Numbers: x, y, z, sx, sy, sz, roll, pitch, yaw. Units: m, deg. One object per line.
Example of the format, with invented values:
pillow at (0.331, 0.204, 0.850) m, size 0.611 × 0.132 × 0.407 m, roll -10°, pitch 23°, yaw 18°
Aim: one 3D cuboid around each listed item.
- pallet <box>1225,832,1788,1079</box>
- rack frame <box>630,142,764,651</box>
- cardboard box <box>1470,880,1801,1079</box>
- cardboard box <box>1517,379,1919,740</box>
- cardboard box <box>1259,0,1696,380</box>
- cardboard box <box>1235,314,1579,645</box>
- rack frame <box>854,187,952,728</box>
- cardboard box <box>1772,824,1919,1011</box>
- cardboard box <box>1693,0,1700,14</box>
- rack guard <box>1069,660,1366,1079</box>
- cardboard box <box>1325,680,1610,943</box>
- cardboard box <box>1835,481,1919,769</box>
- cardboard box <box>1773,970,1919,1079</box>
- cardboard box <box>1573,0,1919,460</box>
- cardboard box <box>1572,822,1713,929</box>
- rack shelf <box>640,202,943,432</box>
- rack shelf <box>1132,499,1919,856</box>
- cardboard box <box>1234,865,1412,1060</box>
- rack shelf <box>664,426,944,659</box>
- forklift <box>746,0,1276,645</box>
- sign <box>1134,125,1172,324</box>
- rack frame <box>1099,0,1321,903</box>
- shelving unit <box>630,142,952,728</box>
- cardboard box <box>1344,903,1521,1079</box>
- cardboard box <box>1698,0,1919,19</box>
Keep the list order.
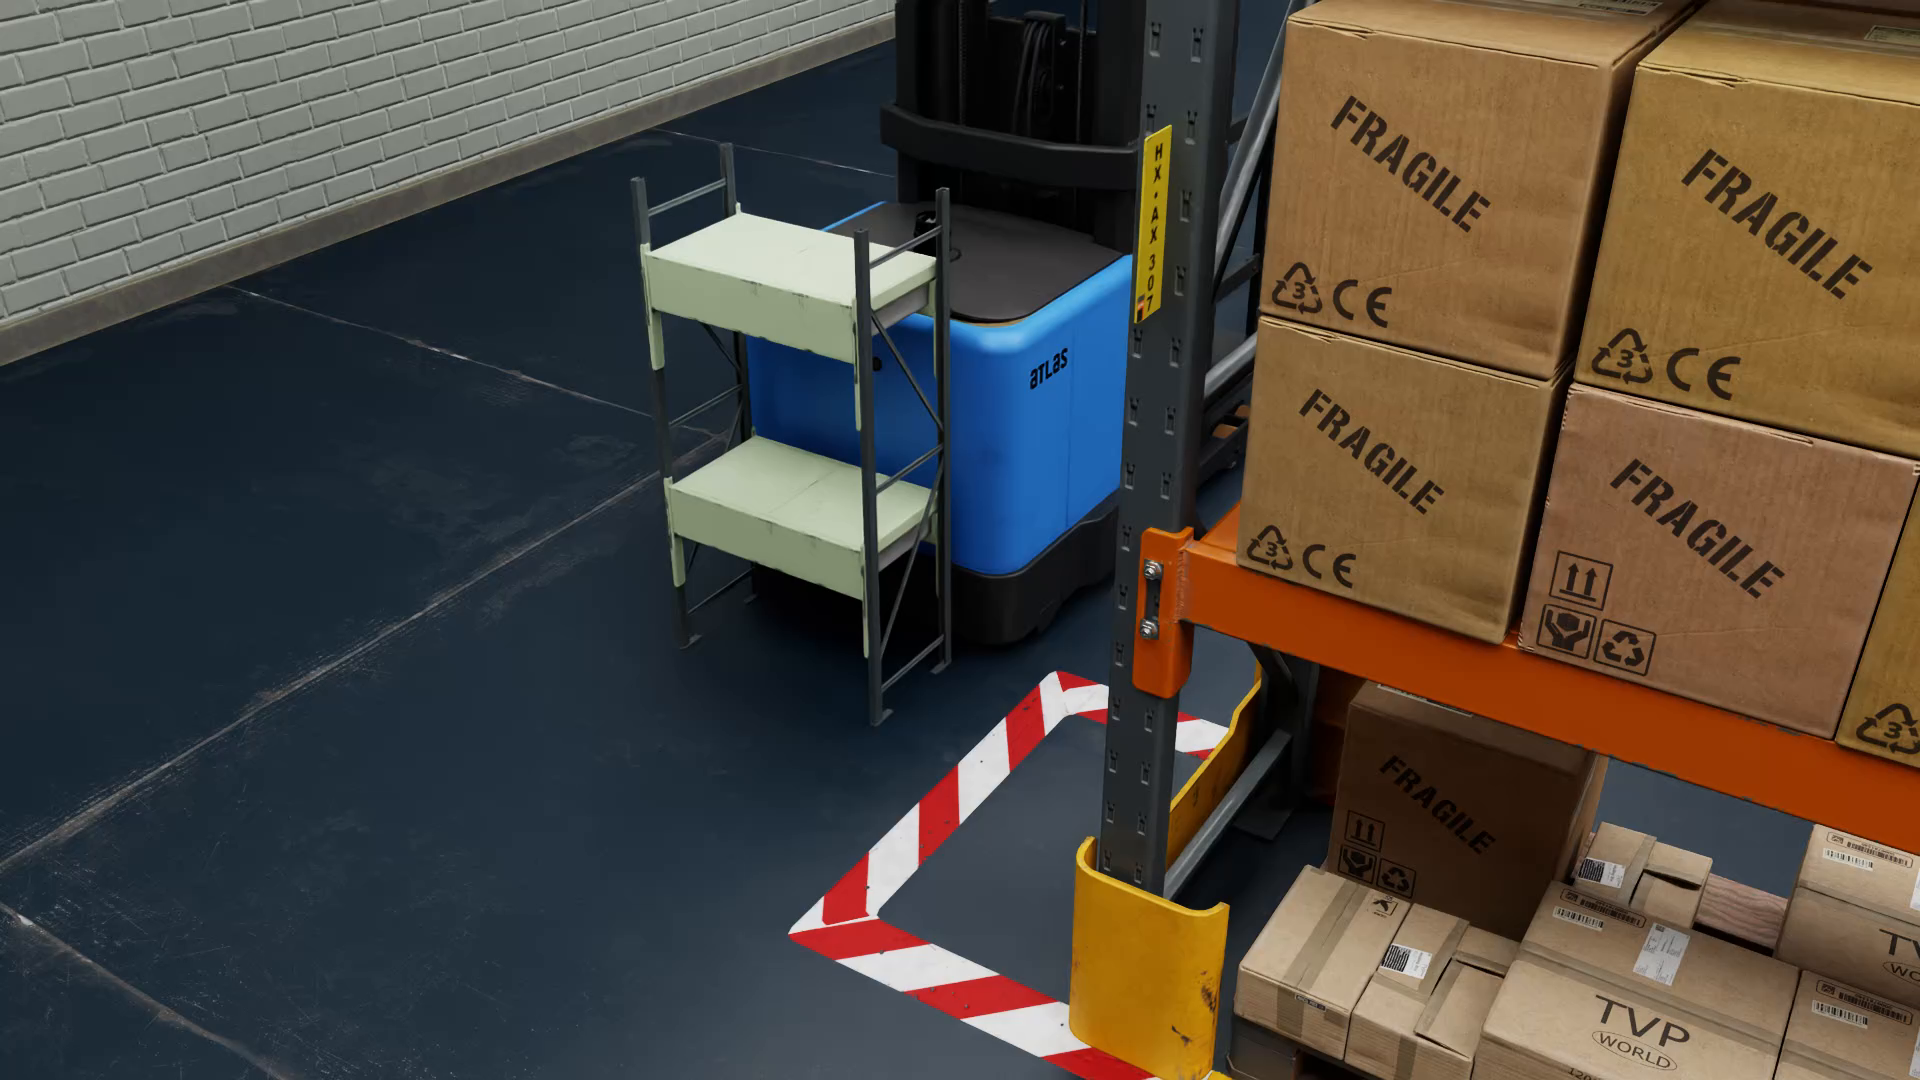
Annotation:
pallet at (1.358, 1.046, 3.748) m, size 1.213 × 0.211 × 1.003 m, roll 18°, pitch 35°, yaw 27°
rack frame at (-0.759, -0.390, 4.931) m, size 0.023 × 1.500 × 0.400 m, roll 18°, pitch 35°, yaw 28°
cardboard box at (1.351, 1.006, 3.341) m, size 0.500 × 0.250 × 0.500 m, roll 18°, pitch 35°, yaw 27°
cardboard box at (1.293, -0.068, 2.791) m, size 0.500 × 0.500 × 0.500 m, roll 17°, pitch 34°, yaw 27°
cardboard box at (0.854, -0.636, 2.772) m, size 0.500 × 0.500 × 0.500 m, roll 19°, pitch 35°, yaw 29°
cardboard box at (0.854, -0.204, 3.024) m, size 0.500 × 0.500 × 0.500 m, roll 18°, pitch 35°, yaw 28°
rack frame at (-0.144, -0.191, 4.588) m, size 0.023 × 1.500 × 0.400 m, roll 18°, pitch 35°, yaw 28°
cardboard box at (1.998, 0.913, 3.500) m, size 0.500 × 0.250 × 0.500 m, roll 18°, pitch 35°, yaw 27°
cardboard box at (1.141, -0.865, 3.165) m, size 0.500 × 0.500 × 0.500 m, roll 17°, pitch 34°, yaw 27°
rack guard at (0.682, 0.708, 4.041) m, size 0.348 × 0.500 × 1.175 m, roll 18°, pitch 35°, yaw 27°
cardboard box at (1.209, 0.538, 3.895) m, size 0.500 × 0.500 × 0.500 m, roll 18°, pitch 35°, yaw 27°
cardboard box at (1.717, 0.068, 2.558) m, size 0.500 × 0.500 × 0.500 m, roll 17°, pitch 35°, yaw 27°
cardboard box at (1.775, 1.140, 3.111) m, size 0.500 × 0.250 × 0.500 m, roll 18°, pitch 35°, yaw 27°
cardboard box at (1.300, -0.499, 2.537) m, size 0.500 × 0.500 × 0.500 m, roll 18°, pitch 35°, yaw 28°
cardboard box at (1.505, 0.829, 3.727) m, size 0.250 × 0.166 × 0.380 m, roll 18°, pitch 35°, yaw 27°
rack shelf at (-0.452, -0.628, 4.563) m, size 0.720 × 0.370 × 0.431 m, roll 18°, pitch 35°, yaw 28°
rack shelf at (2.312, 0.454, 2.709) m, size 4.000 × 0.370 × 1.077 m, roll 18°, pitch 35°, yaw 27°
cardboard box at (0.790, 0.908, 3.610) m, size 0.250 × 0.149 × 0.380 m, roll 18°, pitch 35°, yaw 27°
rack shelf at (-0.451, -0.009, 4.924) m, size 0.720 × 0.370 × 0.431 m, roll 18°, pitch 35°, yaw 28°
forklift at (0.522, -1.648, 5.667) m, size 1.130 × 2.935 × 3.031 m, roll 18°, pitch 35°, yaw 28°
sign at (0.330, -0.535, 2.831) m, size 0.005 × 0.325 × 0.100 m, roll 18°, pitch 35°, yaw 27°
rack frame at (0.618, -0.392, 3.446) m, size 0.127 × 3.000 × 1.000 m, roll 18°, pitch 35°, yaw 27°
shelving unit at (-0.451, -0.290, 4.759) m, size 0.755 × 1.500 × 0.431 m, roll 18°, pitch 35°, yaw 28°
cardboard box at (1.002, 0.967, 3.490) m, size 0.250 × 0.166 × 0.380 m, roll 18°, pitch 35°, yaw 27°
cardboard box at (1.569, -0.730, 2.934) m, size 0.500 × 0.500 × 0.500 m, roll 19°, pitch 35°, yaw 29°
